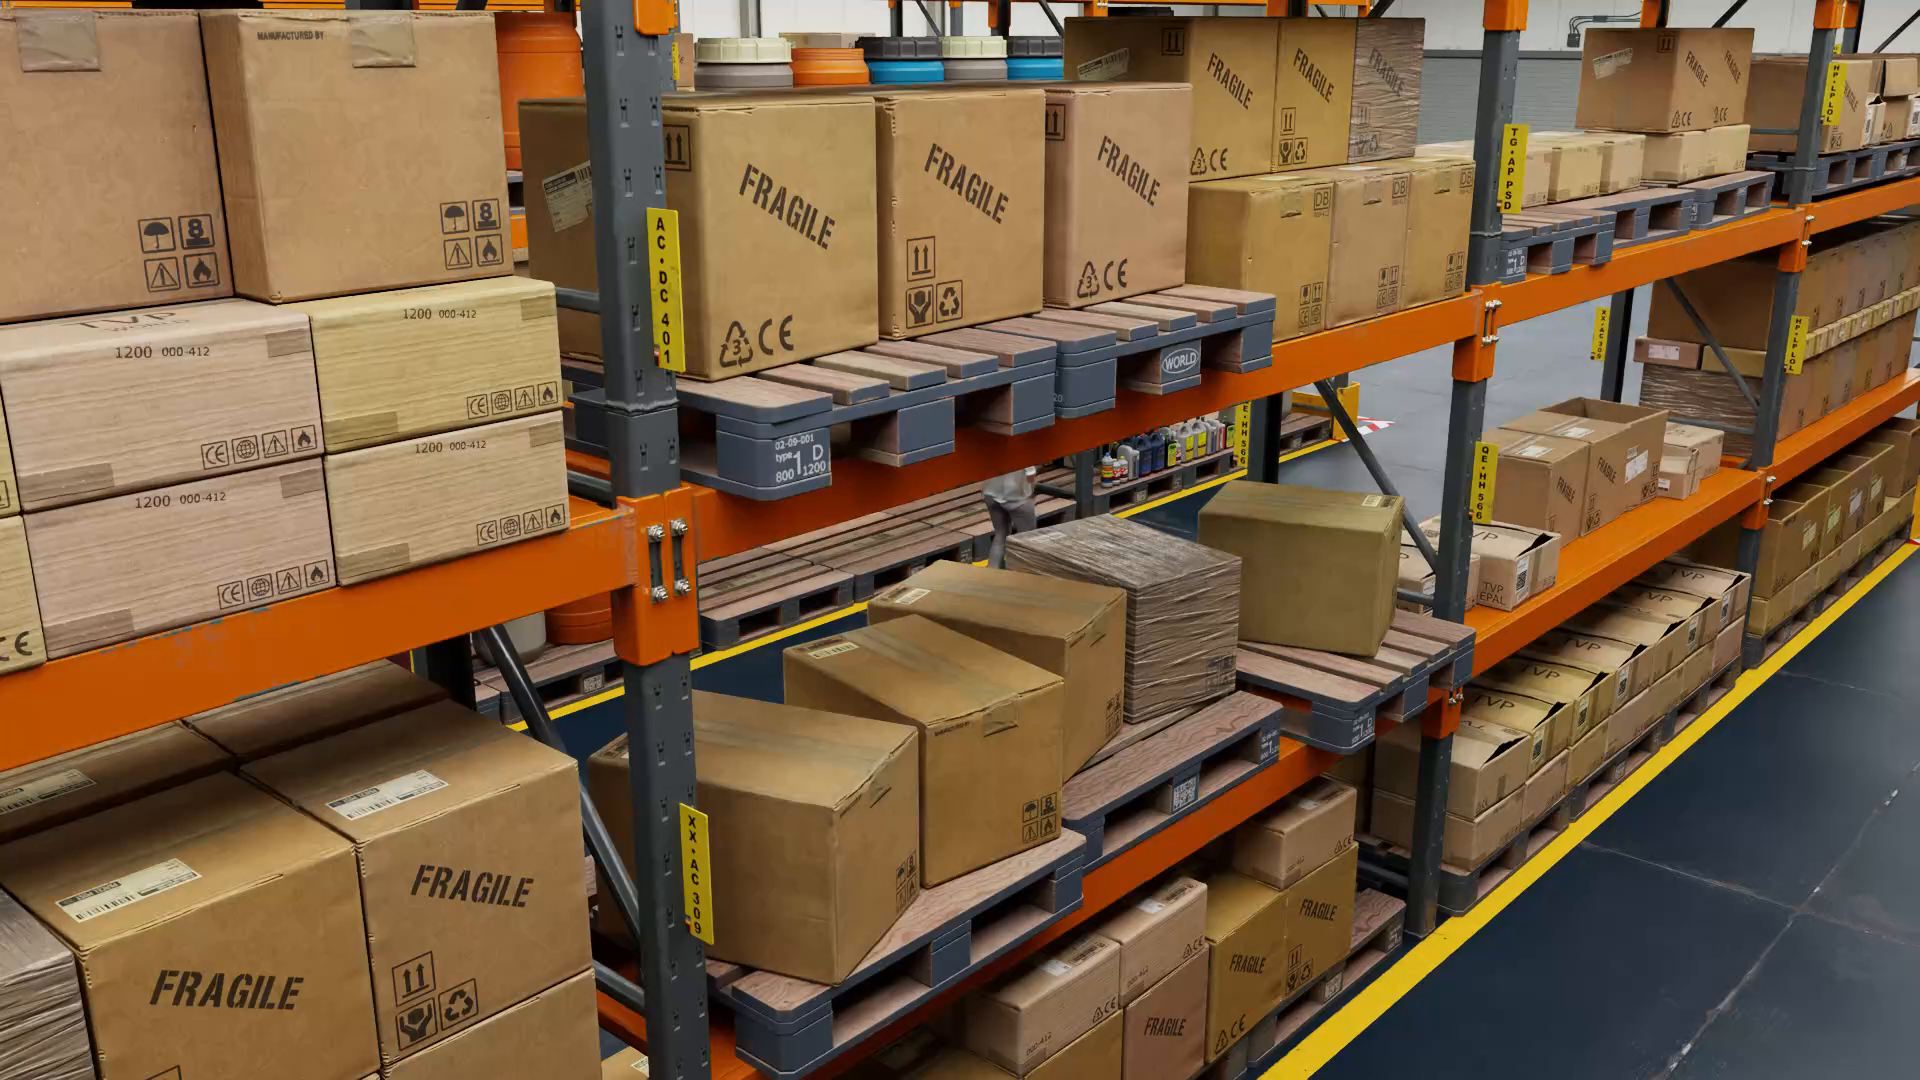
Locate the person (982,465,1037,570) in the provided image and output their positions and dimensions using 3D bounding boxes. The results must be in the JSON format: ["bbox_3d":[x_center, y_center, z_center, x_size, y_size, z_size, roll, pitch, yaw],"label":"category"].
[{"bbox_3d":[0.323,-0.302,11.136,0.423,1.551,0.368,15,23,41],"label":"person"}]
